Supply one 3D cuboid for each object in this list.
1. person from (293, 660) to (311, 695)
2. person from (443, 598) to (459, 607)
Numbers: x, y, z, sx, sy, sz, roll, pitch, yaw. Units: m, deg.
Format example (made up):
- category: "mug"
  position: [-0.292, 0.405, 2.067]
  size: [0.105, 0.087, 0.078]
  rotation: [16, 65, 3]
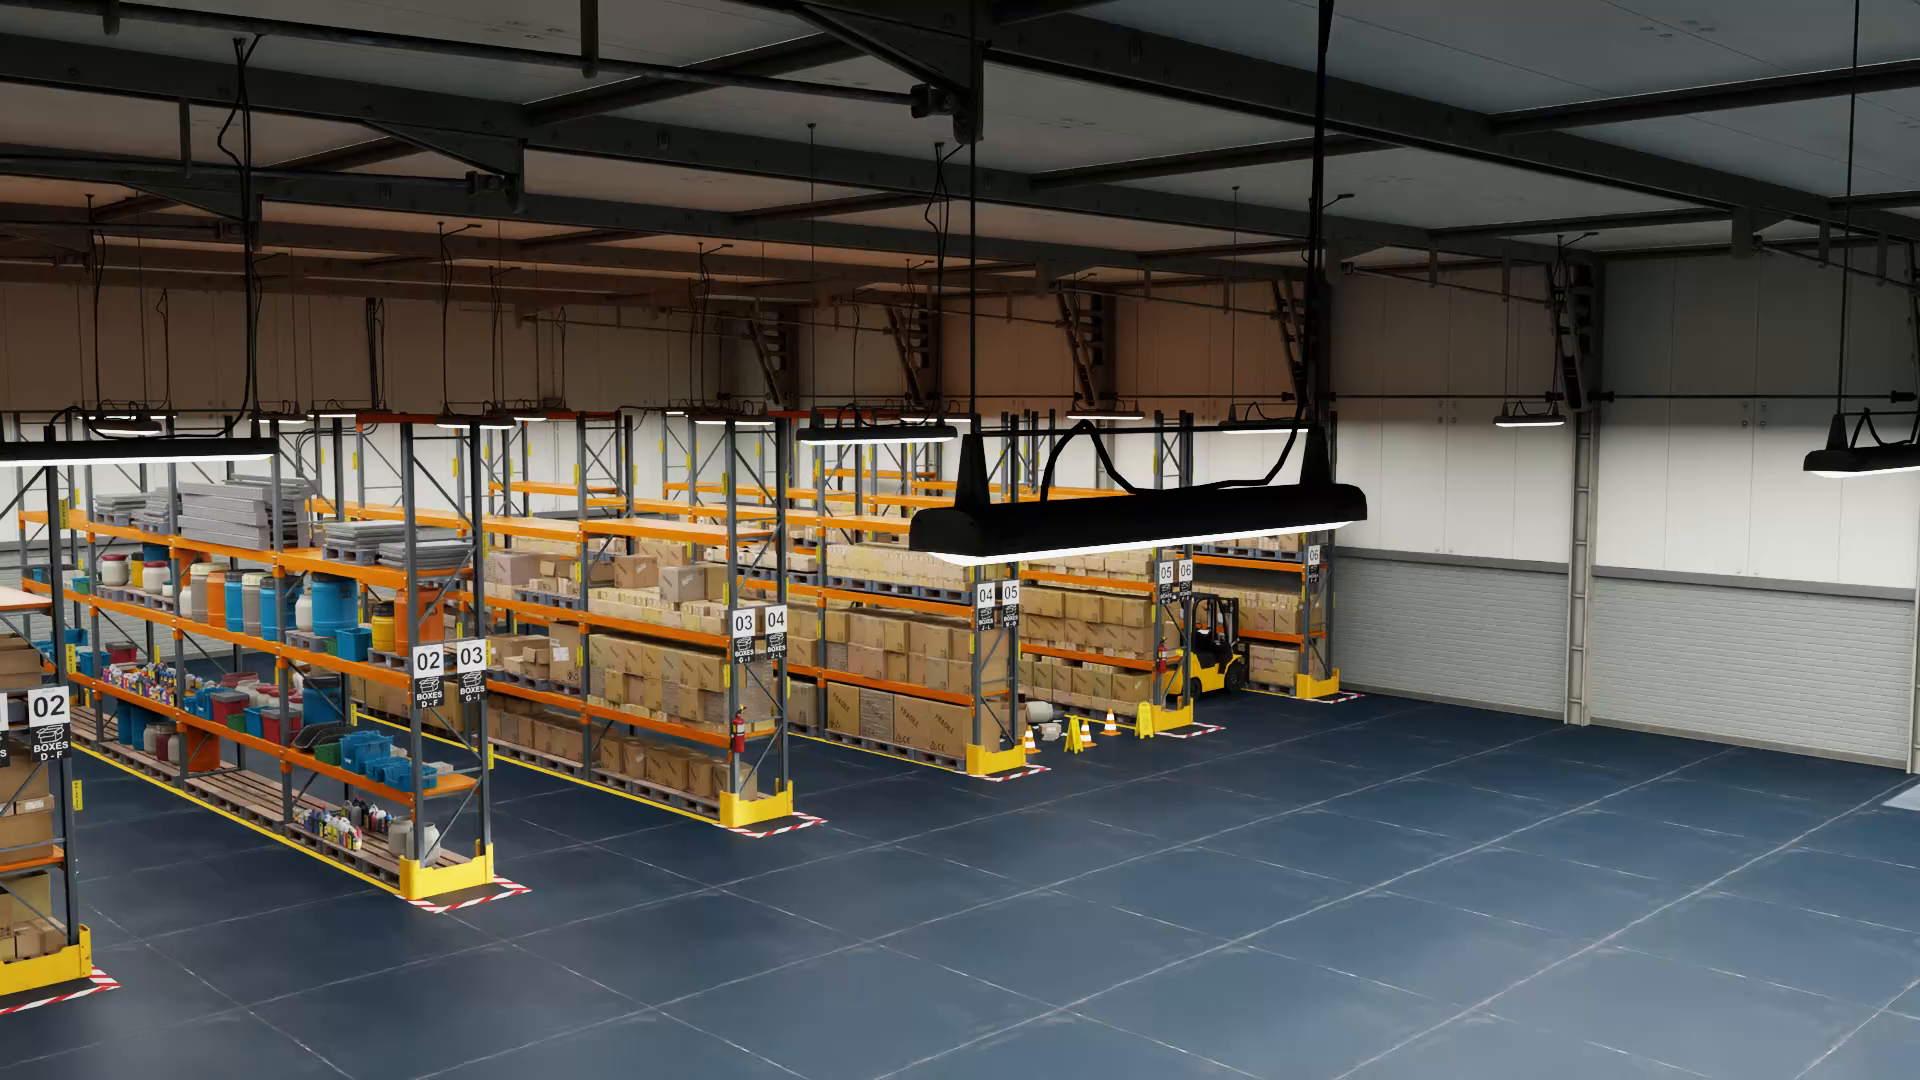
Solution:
- category: "person"
  position: [-11.428, 2.912, 29.210]
  size: [0.587, 1.764, 0.550]
  rotation: [4, 6, 40]
- category: "person"
  position: [-12.199, 2.010, 39.788]
  size: [0.725, 1.732, 1.104]
  rotation: [-1, 5, -12]
